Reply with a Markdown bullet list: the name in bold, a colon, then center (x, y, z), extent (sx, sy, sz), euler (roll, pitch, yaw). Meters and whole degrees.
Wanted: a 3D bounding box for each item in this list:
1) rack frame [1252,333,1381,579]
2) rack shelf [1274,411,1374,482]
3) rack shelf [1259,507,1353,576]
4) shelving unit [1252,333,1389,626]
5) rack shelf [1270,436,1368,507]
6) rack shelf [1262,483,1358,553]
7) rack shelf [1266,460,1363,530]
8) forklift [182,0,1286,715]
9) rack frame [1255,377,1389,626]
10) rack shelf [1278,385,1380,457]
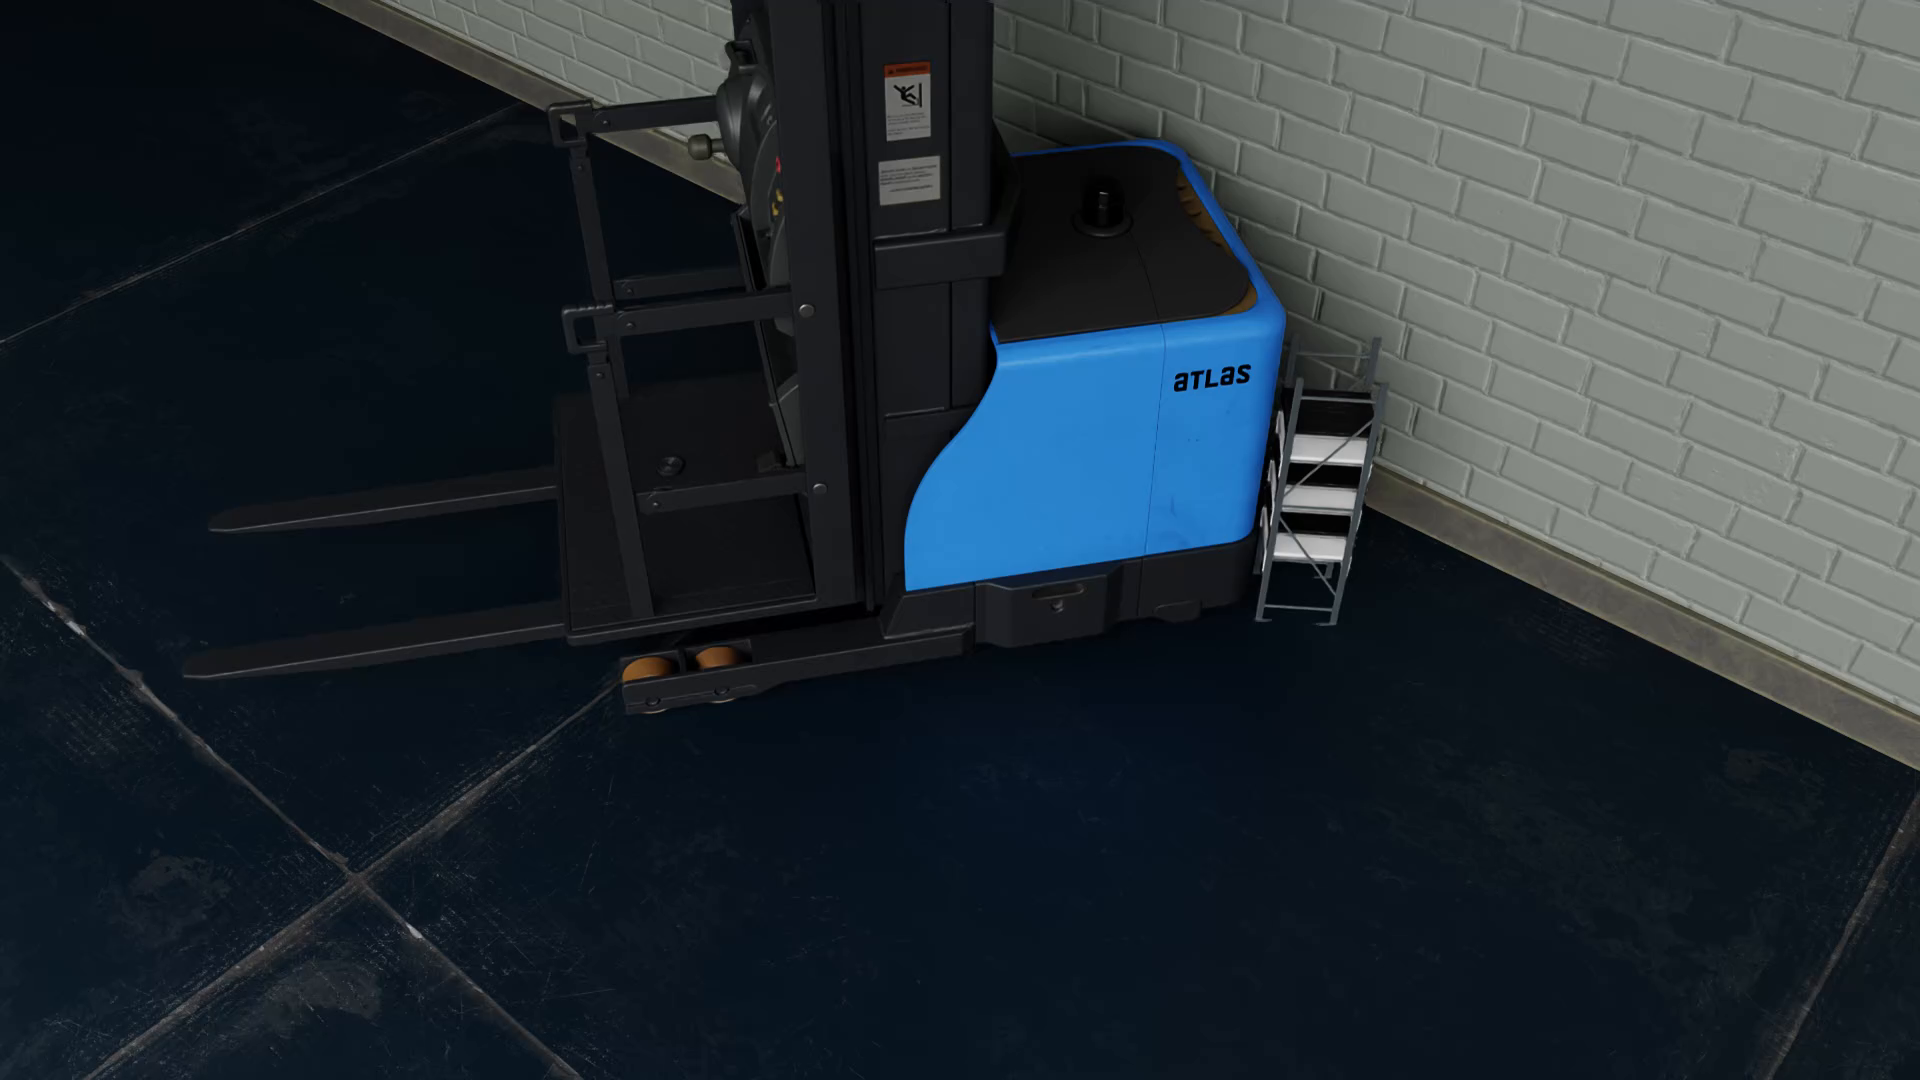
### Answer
- **rack frame**: center (1.024, -0.223, 4.825), extent (0.240, 0.900, 0.006), euler (4, 42, 4)
- **rack shelf**: center (1.015, -0.263, 4.652), extent (0.258, 0.077, 0.200), euler (4, 42, 4)
- **rack shelf**: center (1.014, 0.003, 4.894), extent (0.258, 0.077, 0.200), euler (4, 42, 4)
- **shelving unit**: center (1.014, -0.154, 4.751), extent (0.258, 0.900, 0.210), euler (4, 42, 4)
- **rack shelf**: center (1.015, -0.196, 4.712), extent (0.258, 0.077, 0.200), euler (4, 42, 4)
- **rack shelf**: center (1.014, -0.063, 4.834), extent (0.258, 0.077, 0.200), euler (4, 42, 4)
- **rack shelf**: center (1.014, -0.130, 4.773), extent (0.258, 0.077, 0.200), euler (4, 42, 4)
- **forklift**: center (-0.701, -0.983, 4.152), extent (3.031, 2.935, 1.130), euler (-8, 43, -9)
- **rack frame**: center (1.005, -0.086, 4.676), extent (0.240, 0.900, 0.006), euler (4, 42, 4)
- **rack shelf**: center (1.015, -0.330, 4.591), extent (0.258, 0.077, 0.200), euler (4, 42, 4)
